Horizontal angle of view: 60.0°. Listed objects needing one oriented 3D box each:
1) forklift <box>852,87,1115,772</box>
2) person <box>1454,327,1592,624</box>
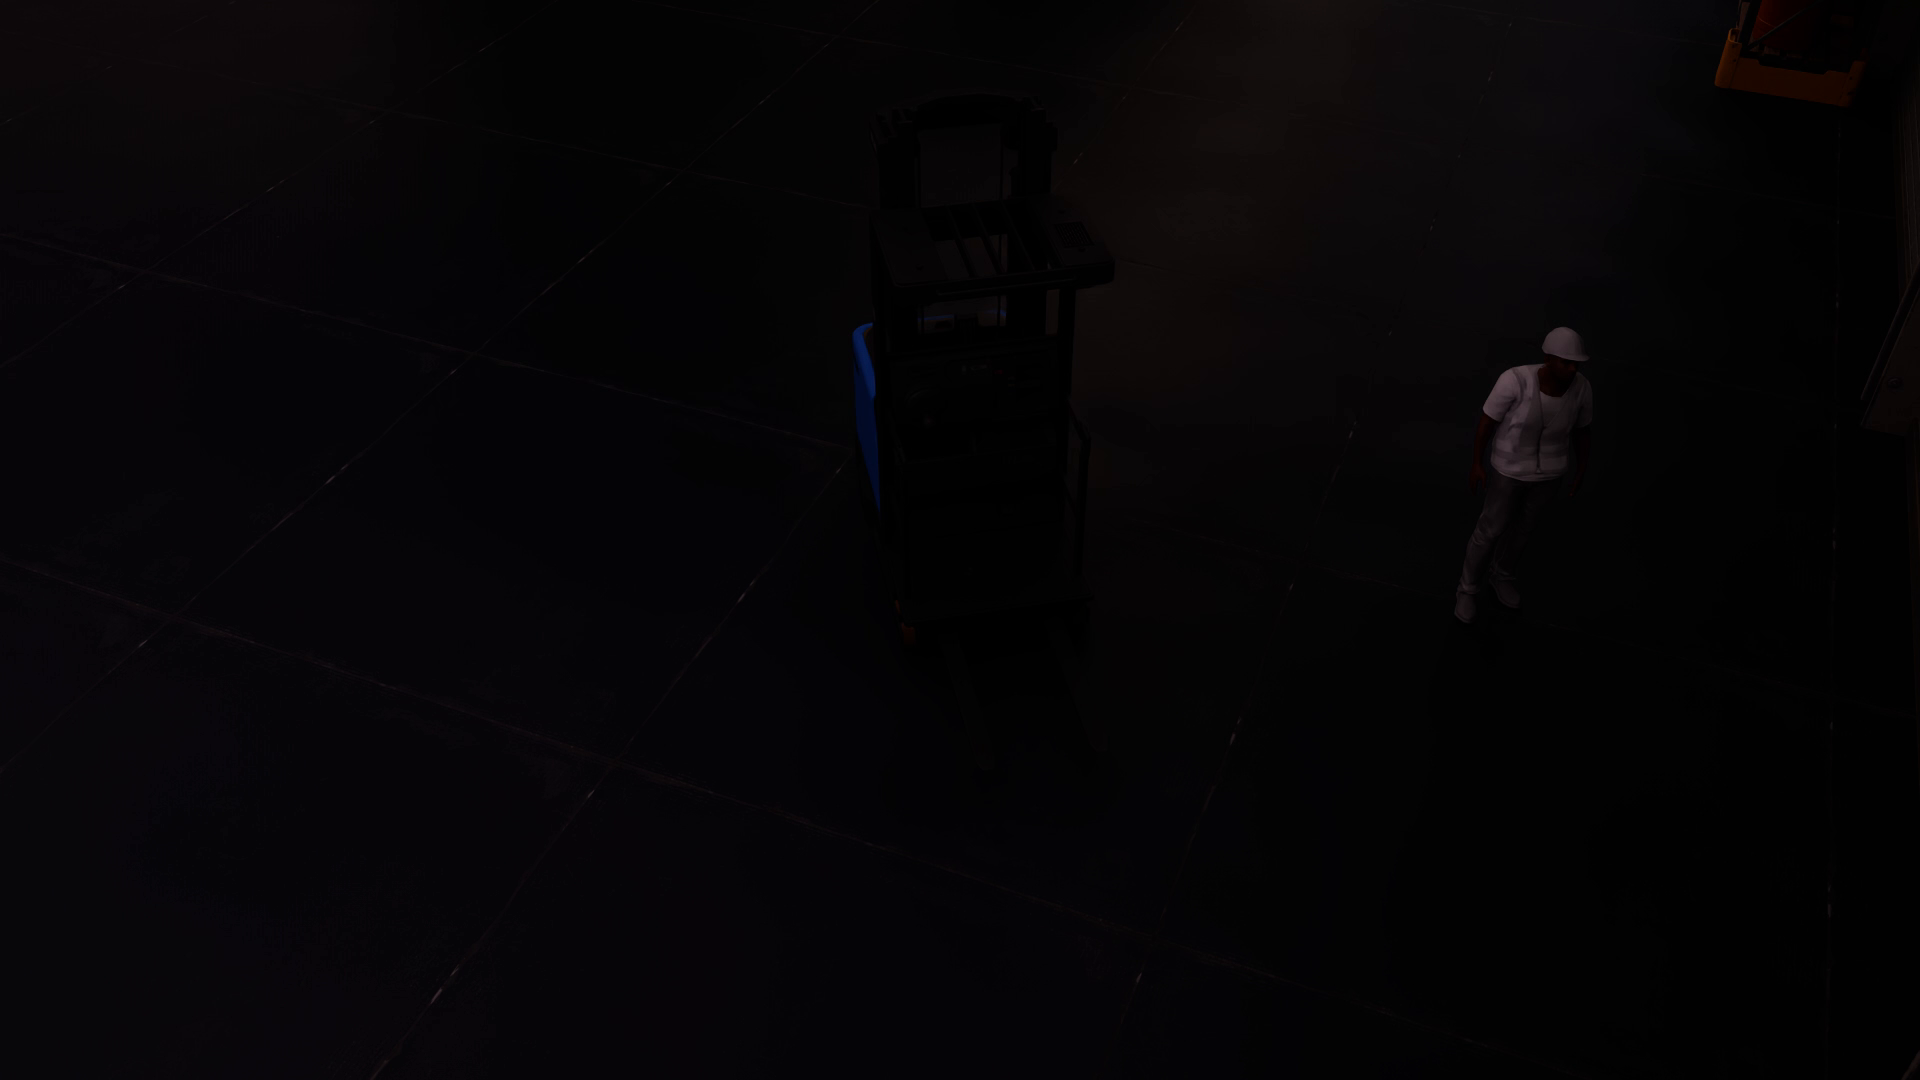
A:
[{"bbox_3d":[0.131,-0.762,8.917,1.130,2.935,3.031,-8,41,-9],"label":"forklift"},{"bbox_3d":[3.205,-0.359,9.332,0.666,1.765,0.579,-1,40,-1],"label":"person"}]
